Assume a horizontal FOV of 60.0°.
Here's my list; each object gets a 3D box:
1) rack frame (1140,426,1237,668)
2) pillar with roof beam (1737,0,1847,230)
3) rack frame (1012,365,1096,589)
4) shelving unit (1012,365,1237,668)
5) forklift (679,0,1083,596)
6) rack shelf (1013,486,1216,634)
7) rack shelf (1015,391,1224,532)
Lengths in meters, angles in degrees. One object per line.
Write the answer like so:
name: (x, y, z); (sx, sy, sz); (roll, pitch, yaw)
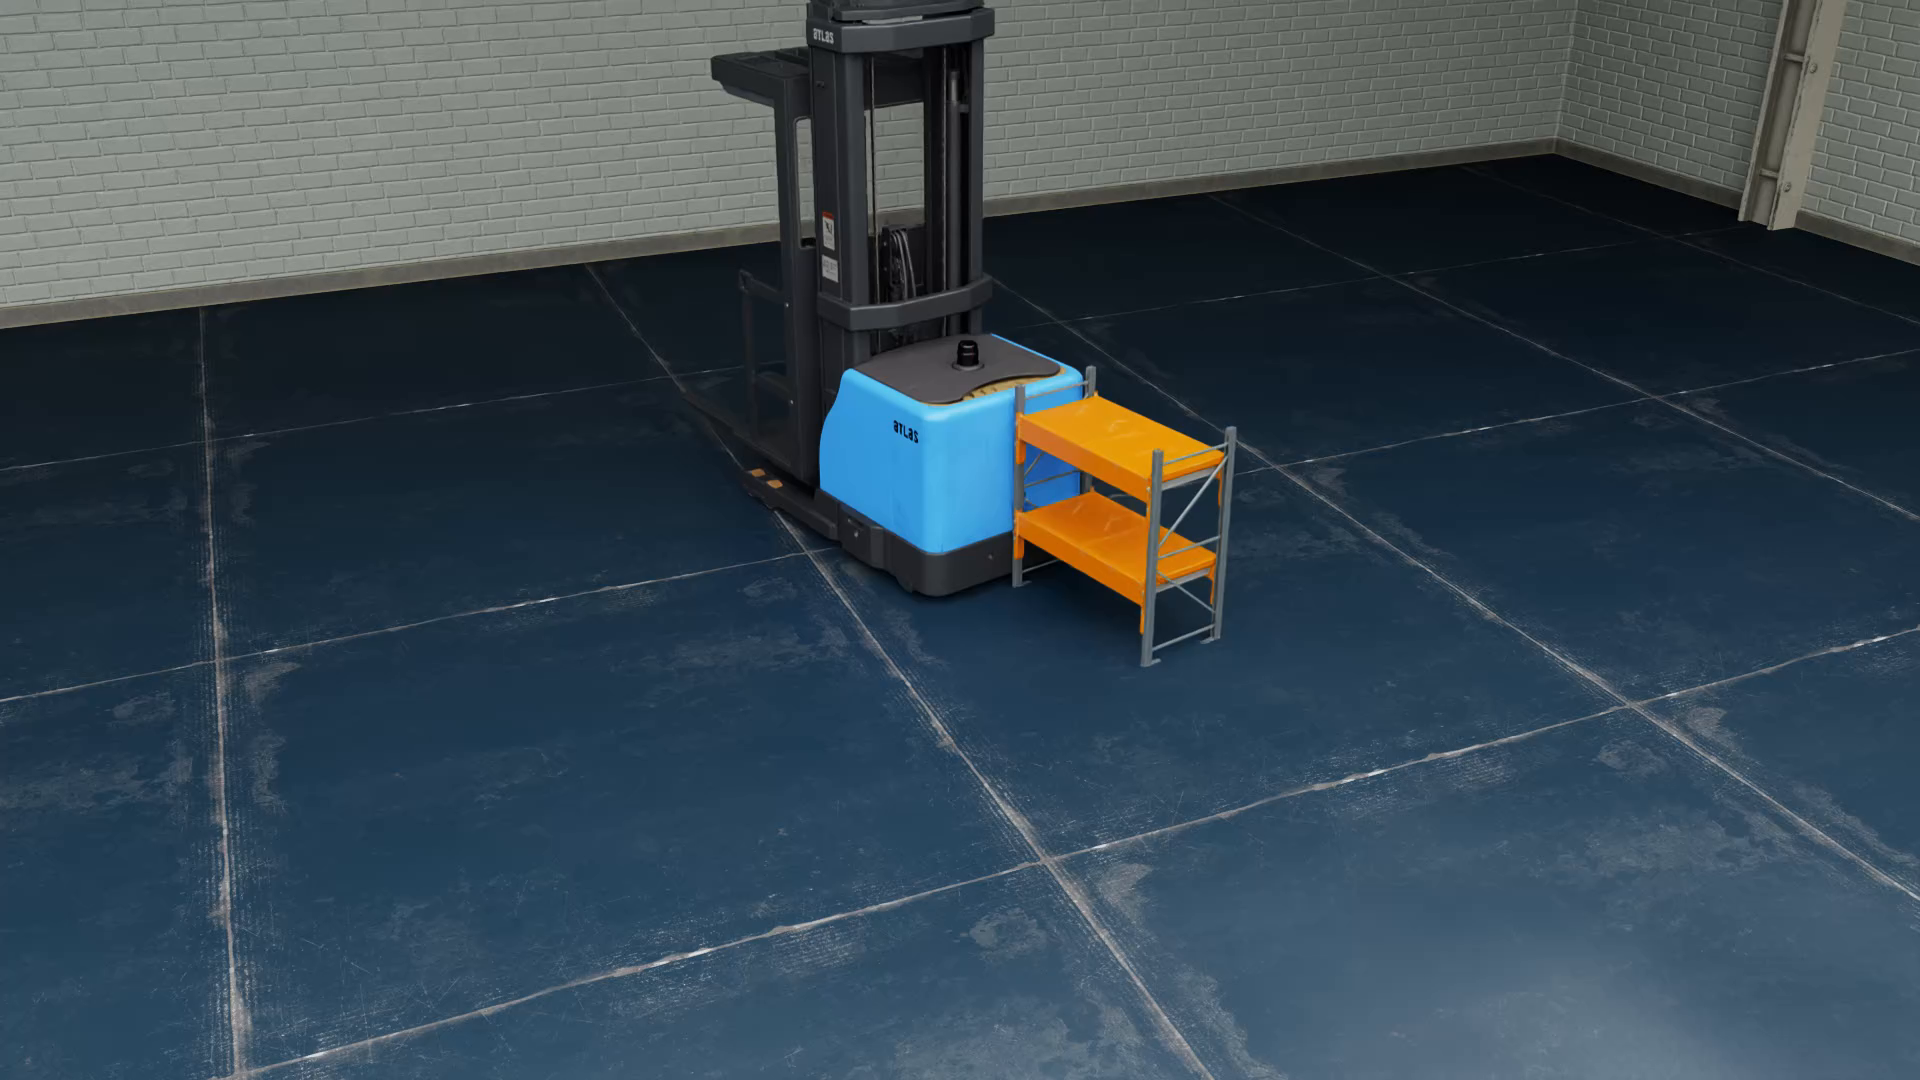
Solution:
rack frame: (1.081, 0.041, 7.883); (0.500, 1.125, 0.032); (-18, 31, -32)
pillar with roof beam: (3.398, -6.195, 11.682); (9.100, 9.000, 0.400); (-11, 28, -21)
rack frame: (0.484, -0.320, 8.623); (0.500, 1.125, 0.032); (-18, 31, -32)
shelving unit: (0.783, -0.139, 8.253); (0.538, 1.125, 1.048); (-18, 31, -32)
forklift: (-0.630, -1.615, 9.216); (1.130, 2.935, 3.031); (-18, 31, -33)
rack shelf: (0.783, 0.081, 8.360); (0.538, 0.278, 1.000); (-18, 31, -32)
rack shelf: (0.783, -0.402, 8.125); (0.538, 0.278, 1.000); (-18, 31, -32)
